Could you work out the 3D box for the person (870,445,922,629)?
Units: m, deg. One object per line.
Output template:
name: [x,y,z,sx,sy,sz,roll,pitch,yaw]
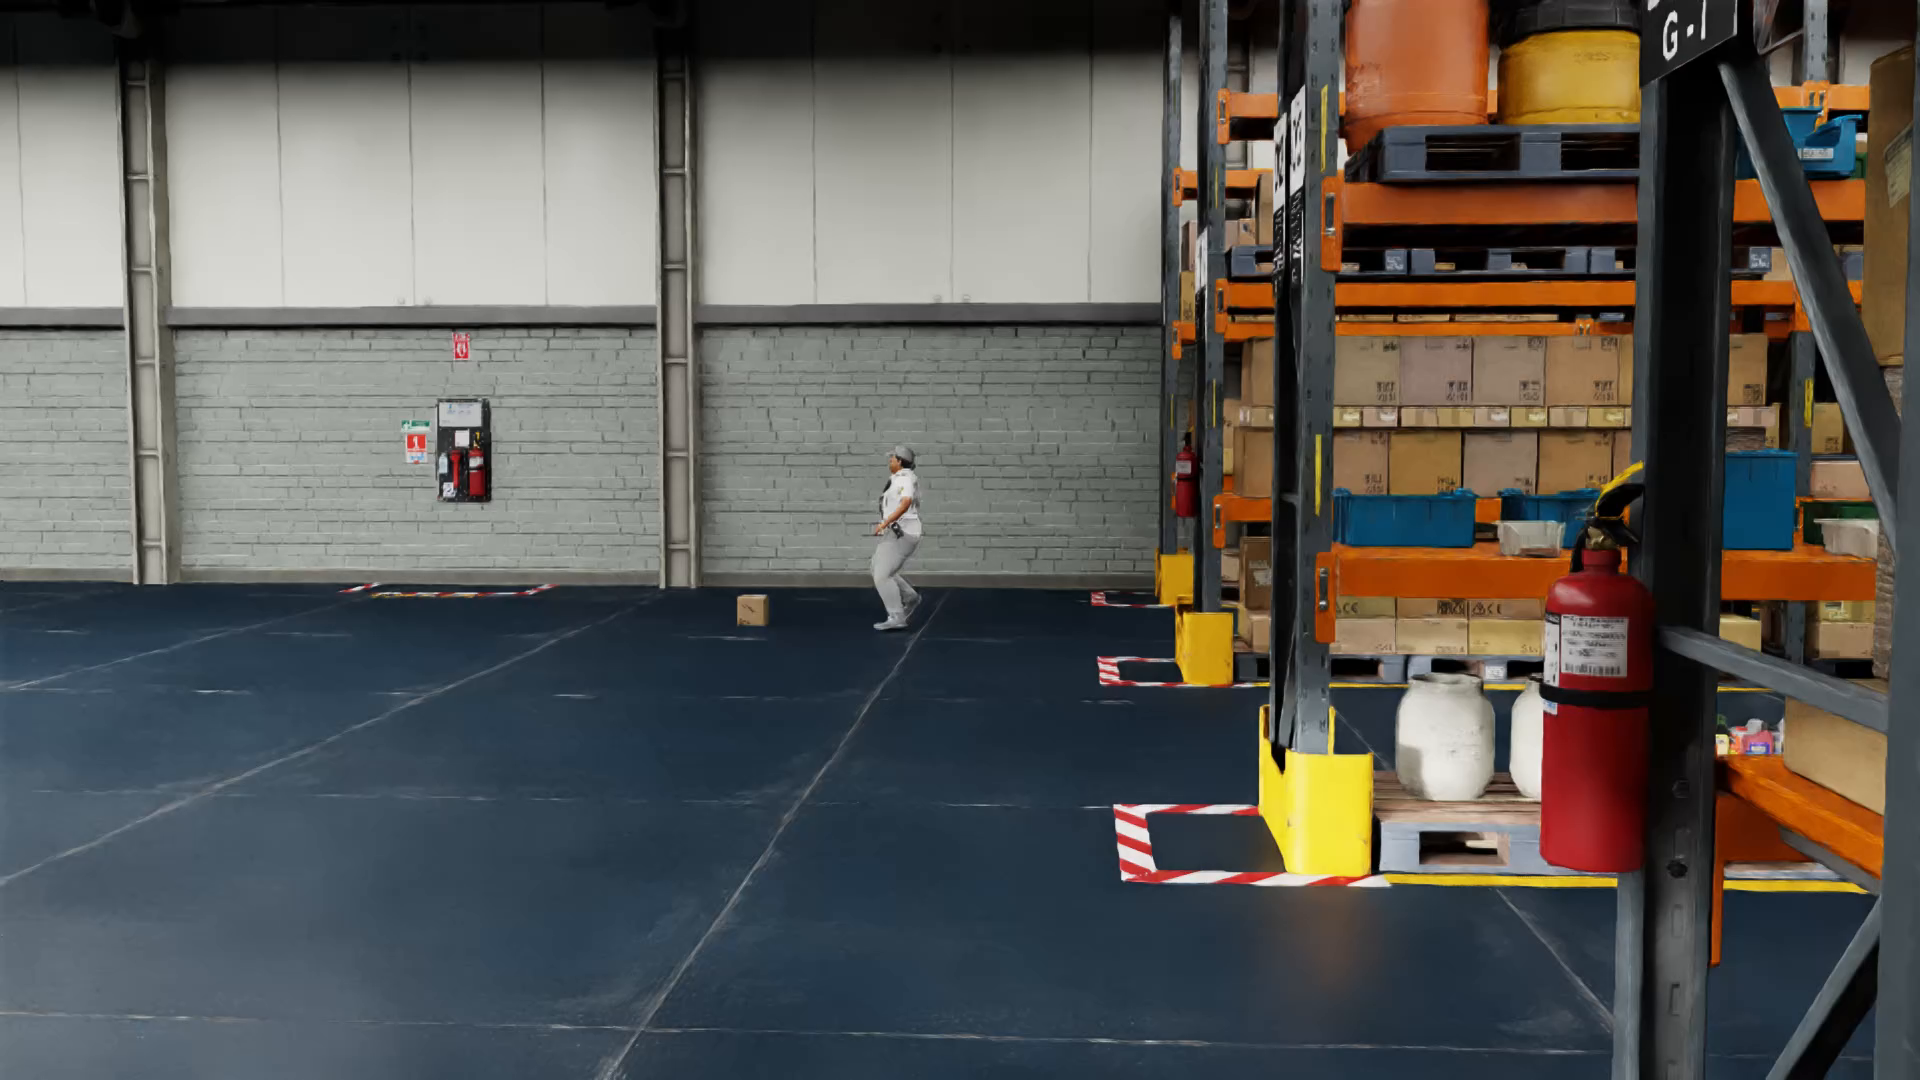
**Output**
person: [-0.571,-0.028,14.756,0.477,1.636,0.708,0,4,0]
